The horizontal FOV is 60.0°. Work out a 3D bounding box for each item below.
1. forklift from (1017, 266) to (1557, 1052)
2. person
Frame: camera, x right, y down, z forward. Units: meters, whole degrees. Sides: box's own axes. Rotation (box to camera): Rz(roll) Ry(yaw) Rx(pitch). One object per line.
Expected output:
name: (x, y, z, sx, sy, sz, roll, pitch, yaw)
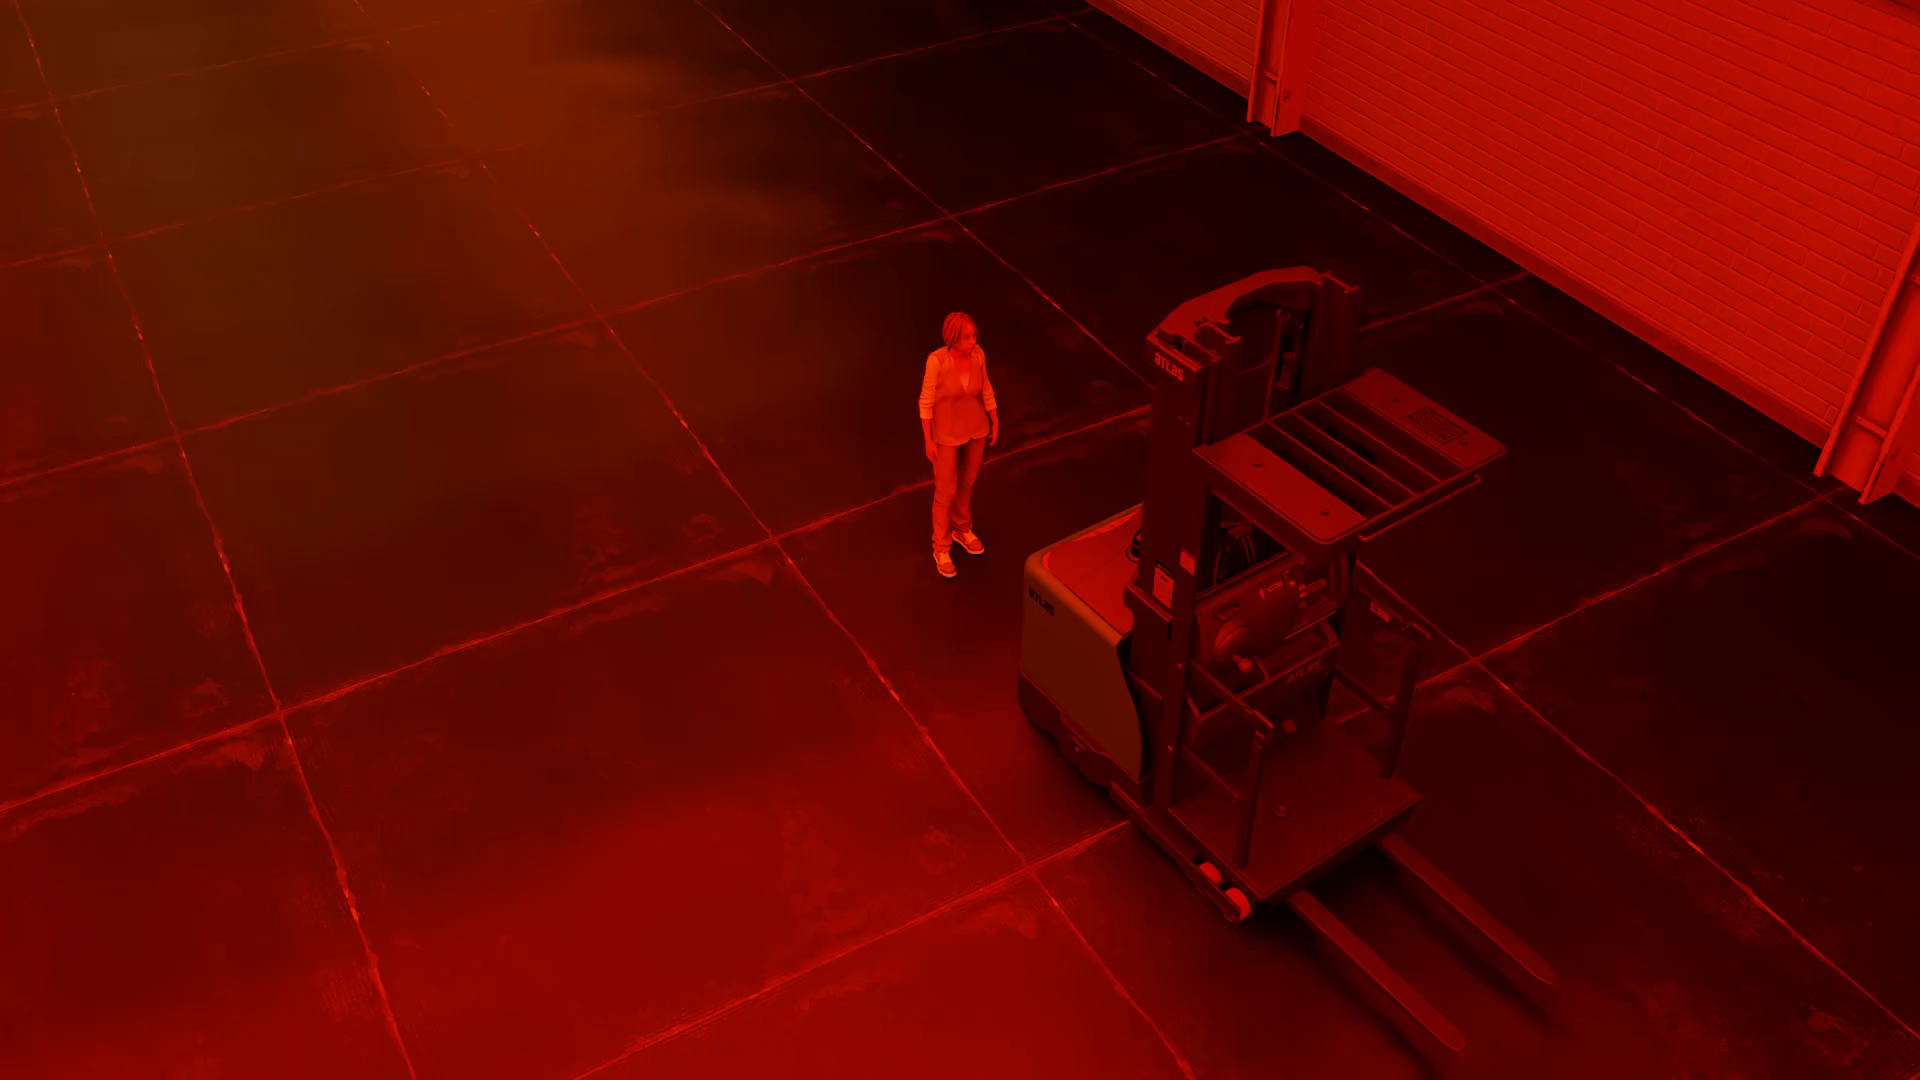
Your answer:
forklift: (1.578, 0.375, 7.585, 1.130, 2.935, 3.031, -24, 45, -26)
person: (0.025, -0.575, 9.762, 0.520, 1.599, 0.473, -20, 44, -23)
